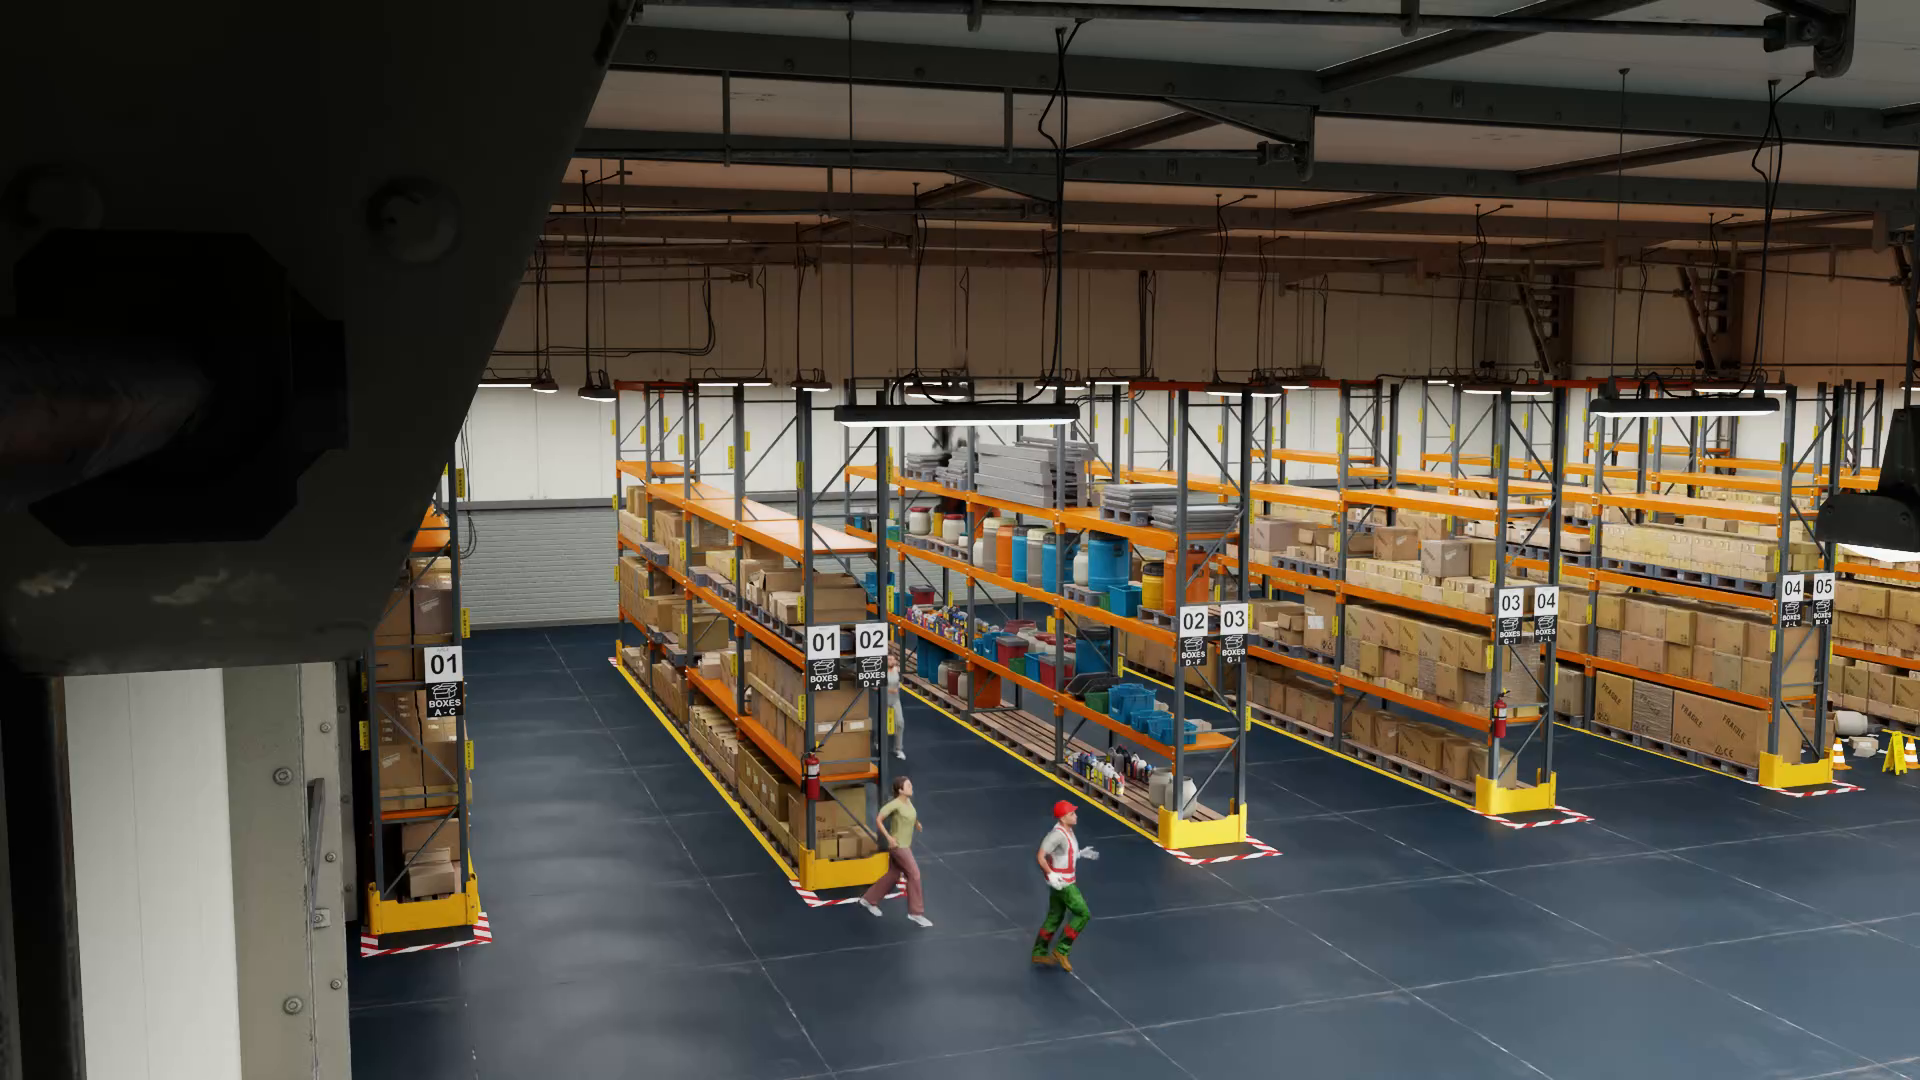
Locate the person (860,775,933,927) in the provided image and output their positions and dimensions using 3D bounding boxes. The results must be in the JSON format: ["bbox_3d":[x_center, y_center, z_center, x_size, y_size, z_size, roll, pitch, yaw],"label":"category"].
[{"bbox_3d":[-0.709,3.494,18.879,0.875,1.689,0.584,1,6,11],"label":"person"}]

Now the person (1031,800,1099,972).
[{"bbox_3d":[1.106,3.614,17.450,0.706,1.803,0.620,0,6,3],"label":"person"}]

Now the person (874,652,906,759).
[{"bbox_3d":[-1.176,2.658,26.921,0.552,1.710,0.774,-4,7,-31],"label":"person"}]
